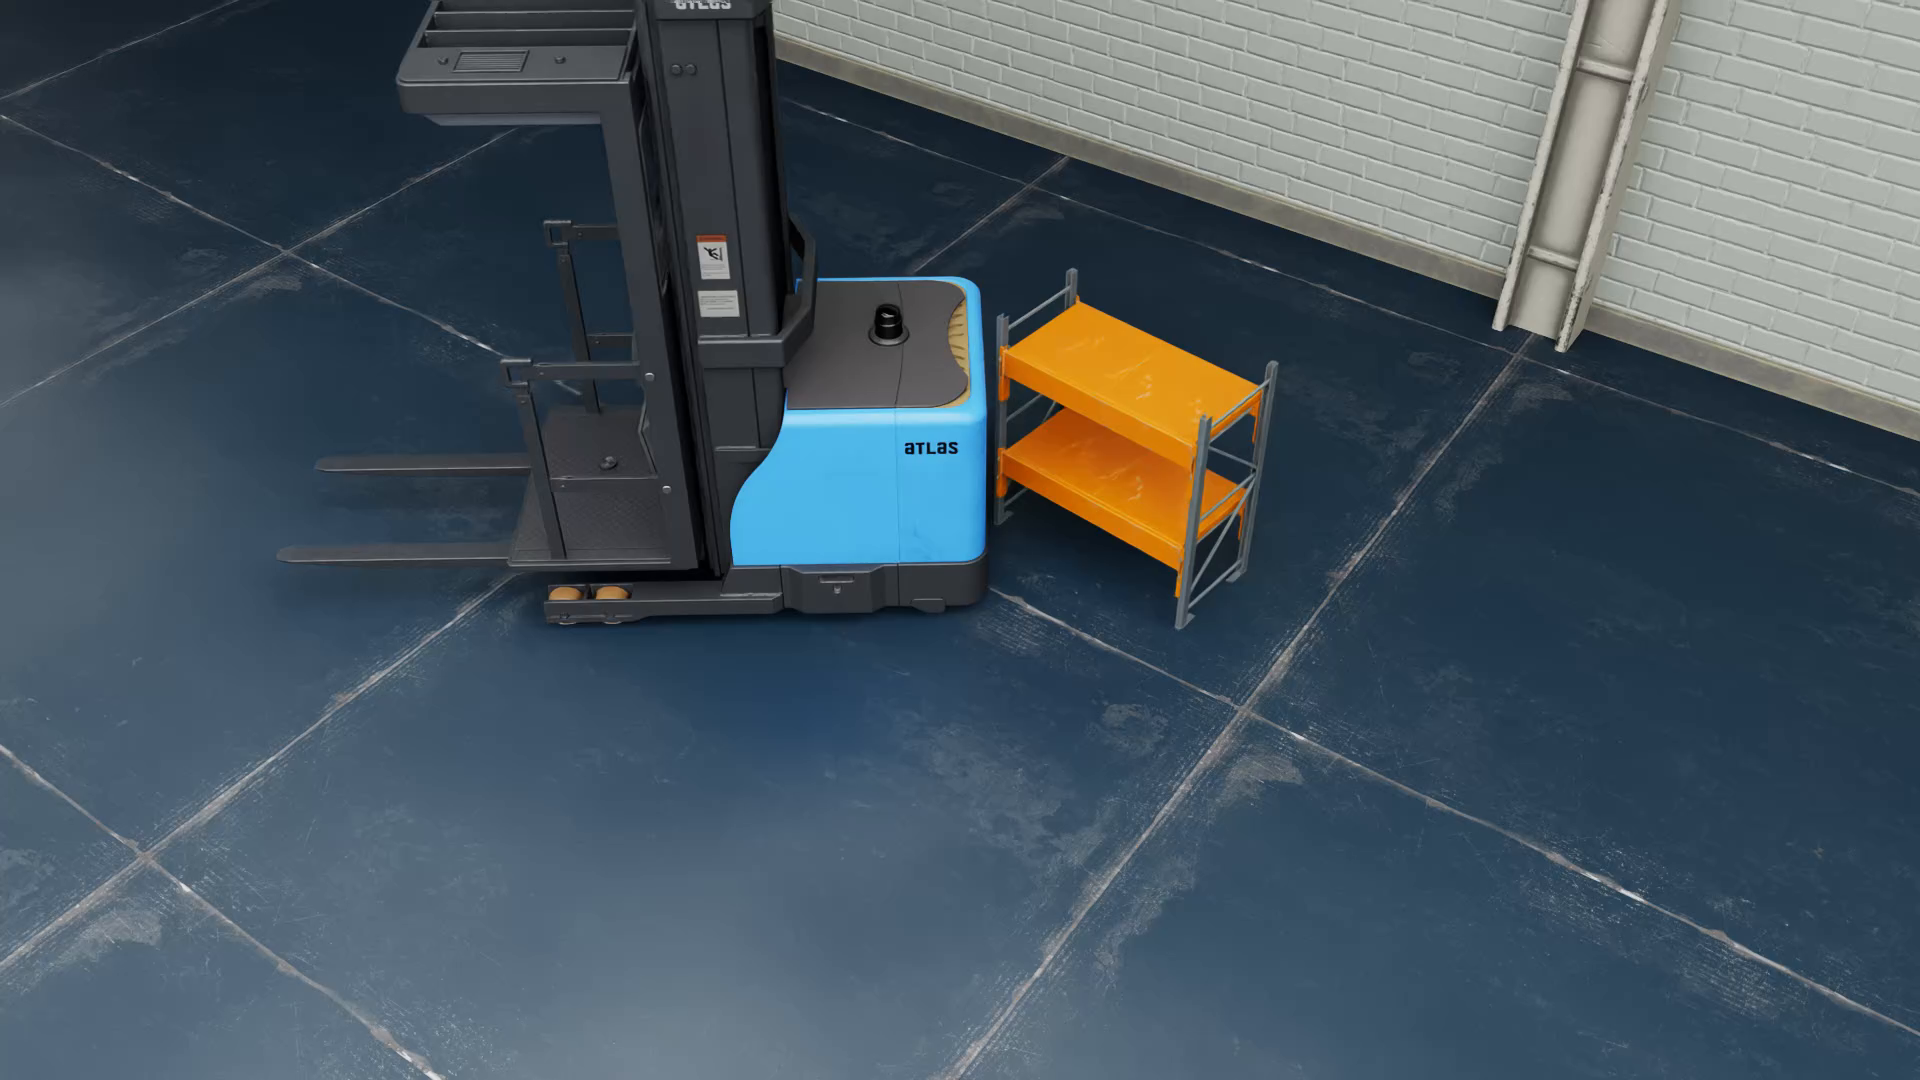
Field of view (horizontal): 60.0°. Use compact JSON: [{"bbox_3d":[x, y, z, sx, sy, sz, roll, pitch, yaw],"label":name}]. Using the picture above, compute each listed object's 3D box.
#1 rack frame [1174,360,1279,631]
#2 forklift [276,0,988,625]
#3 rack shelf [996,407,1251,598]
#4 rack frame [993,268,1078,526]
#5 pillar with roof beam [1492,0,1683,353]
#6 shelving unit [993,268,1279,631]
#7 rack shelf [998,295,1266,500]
[{"bbox_3d":[1.090,-0.165,6.840,0.032,1.125,0.500,30,50,30],"label":"rack frame"},{"bbox_3d":[-1.406,-1.089,6.517,3.031,2.935,1.130,-1,42,-1],"label":"forklift"},{"bbox_3d":[0.709,-0.208,7.253,1.000,0.278,0.538,30,50,30],"label":"rack shelf"},{"bbox_3d":[0.328,-0.614,7.341,0.032,1.125,0.500,30,50,30],"label":"rack frame"},{"bbox_3d":[0.573,-2.127,3.127,0.400,9.000,9.100,25,48,25],"label":"pillar with roof beam"},{"bbox_3d":[0.709,-0.390,7.090,1.048,1.125,0.538,30,50,30],"label":"shelving unit"},{"bbox_3d":[0.709,-0.608,6.895,1.000,0.278,0.538,30,50,30],"label":"rack shelf"}]
